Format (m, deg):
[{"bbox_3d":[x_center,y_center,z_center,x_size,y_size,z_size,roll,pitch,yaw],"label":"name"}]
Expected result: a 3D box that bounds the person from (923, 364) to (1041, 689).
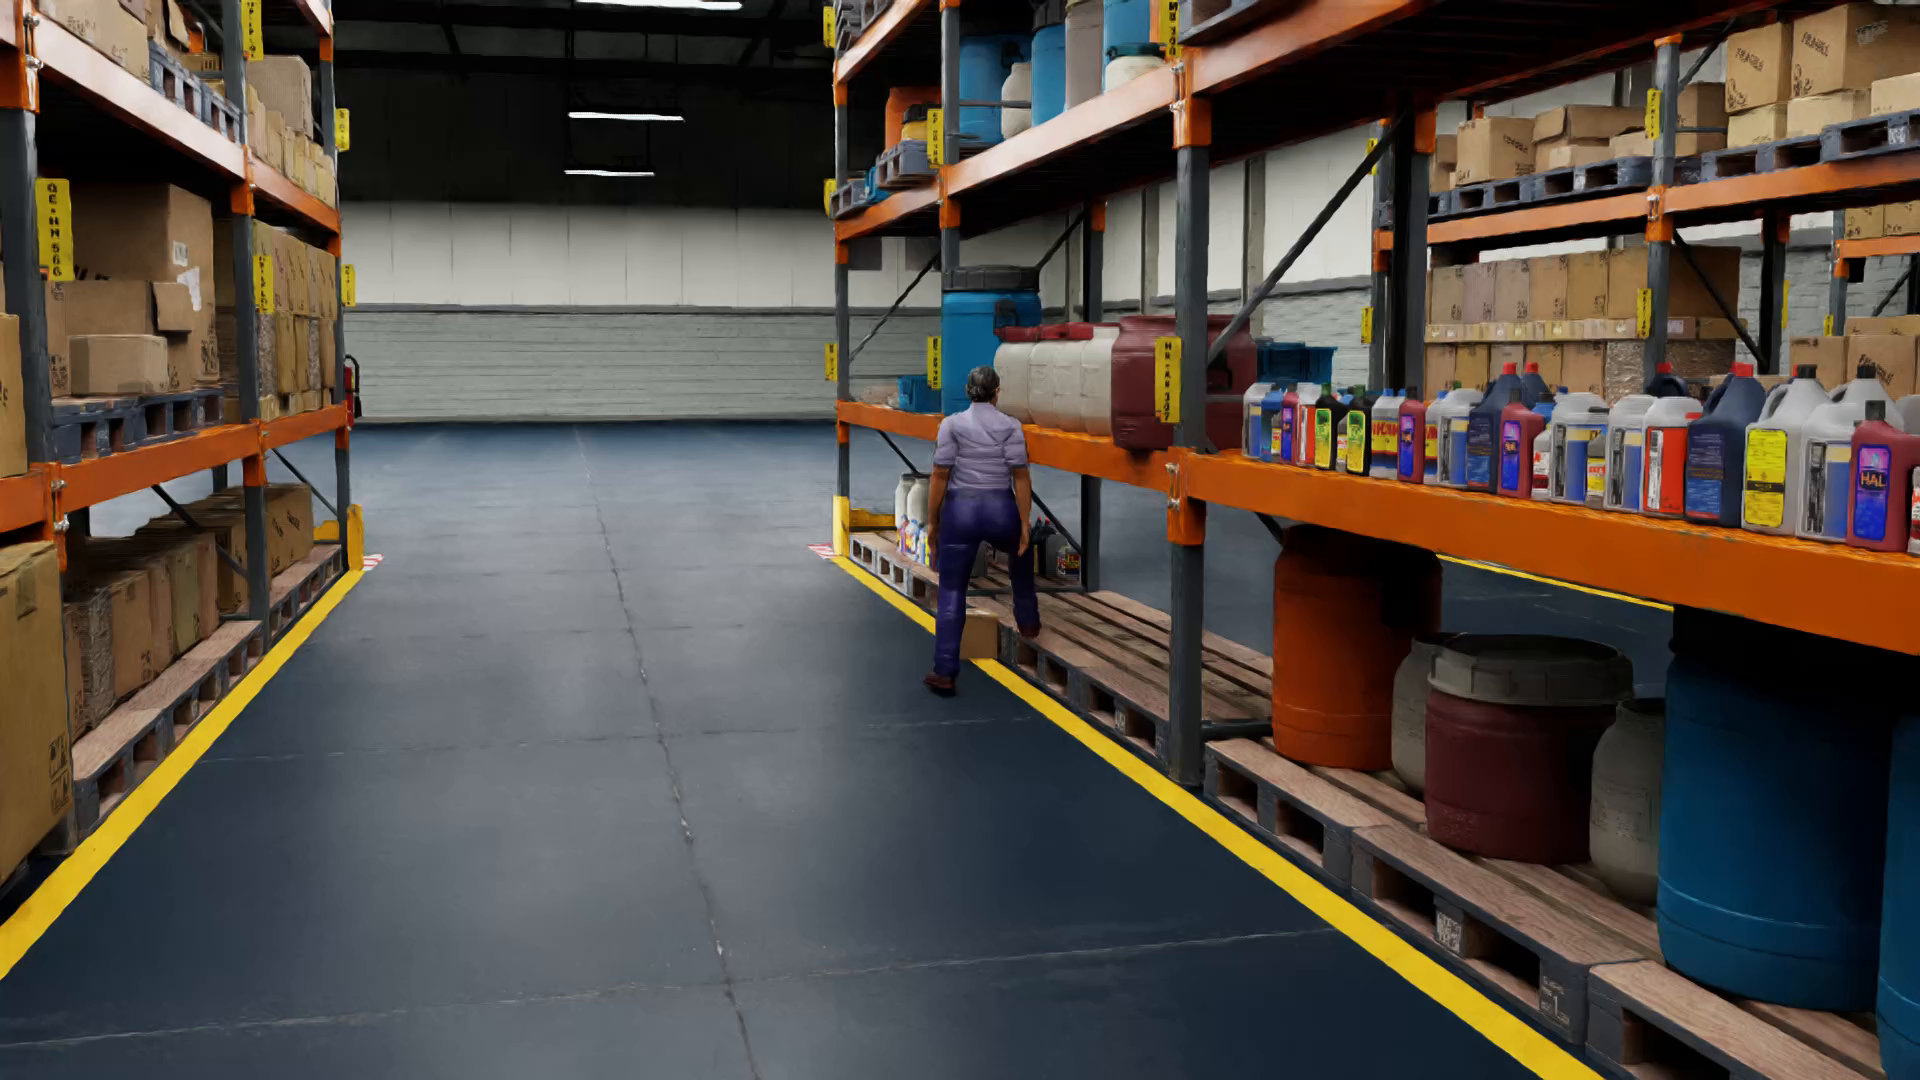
[{"bbox_3d":[0.126,-0.090,8.549,0.648,1.615,0.755,0,6,-3],"label":"person"}]
